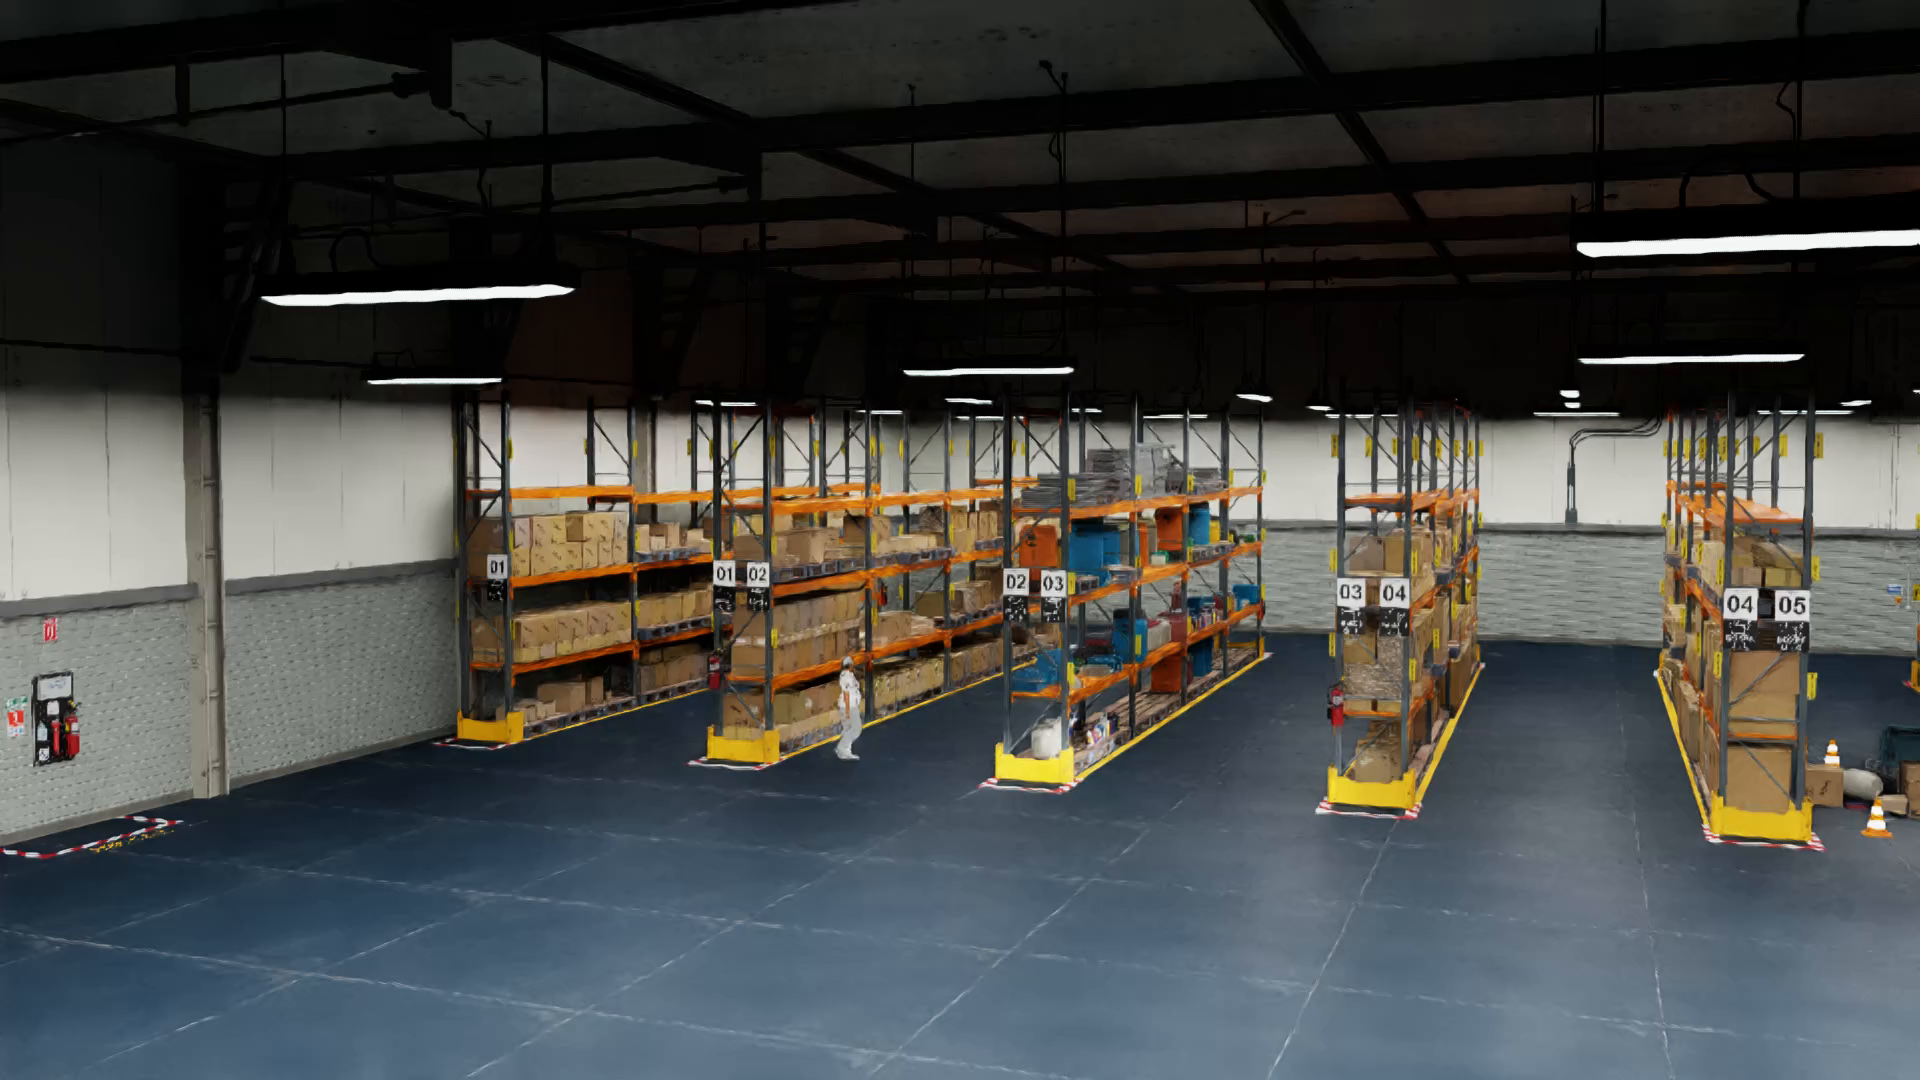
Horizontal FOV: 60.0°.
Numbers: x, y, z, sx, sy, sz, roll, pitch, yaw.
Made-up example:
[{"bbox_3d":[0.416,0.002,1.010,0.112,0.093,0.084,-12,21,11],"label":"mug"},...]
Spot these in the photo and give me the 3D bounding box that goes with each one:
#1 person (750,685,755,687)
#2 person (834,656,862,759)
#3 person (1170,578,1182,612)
[{"bbox_3d":[-4.023,2.458,32.099,0.419,1.514,1.038,1,3,18],"label":"person"},{"bbox_3d":[-1.807,2.705,26.694,0.441,1.655,0.538,0,3,-7],"label":"person"},{"bbox_3d":[5.372,1.836,41.021,0.437,1.784,0.644,2,4,27],"label":"person"}]
